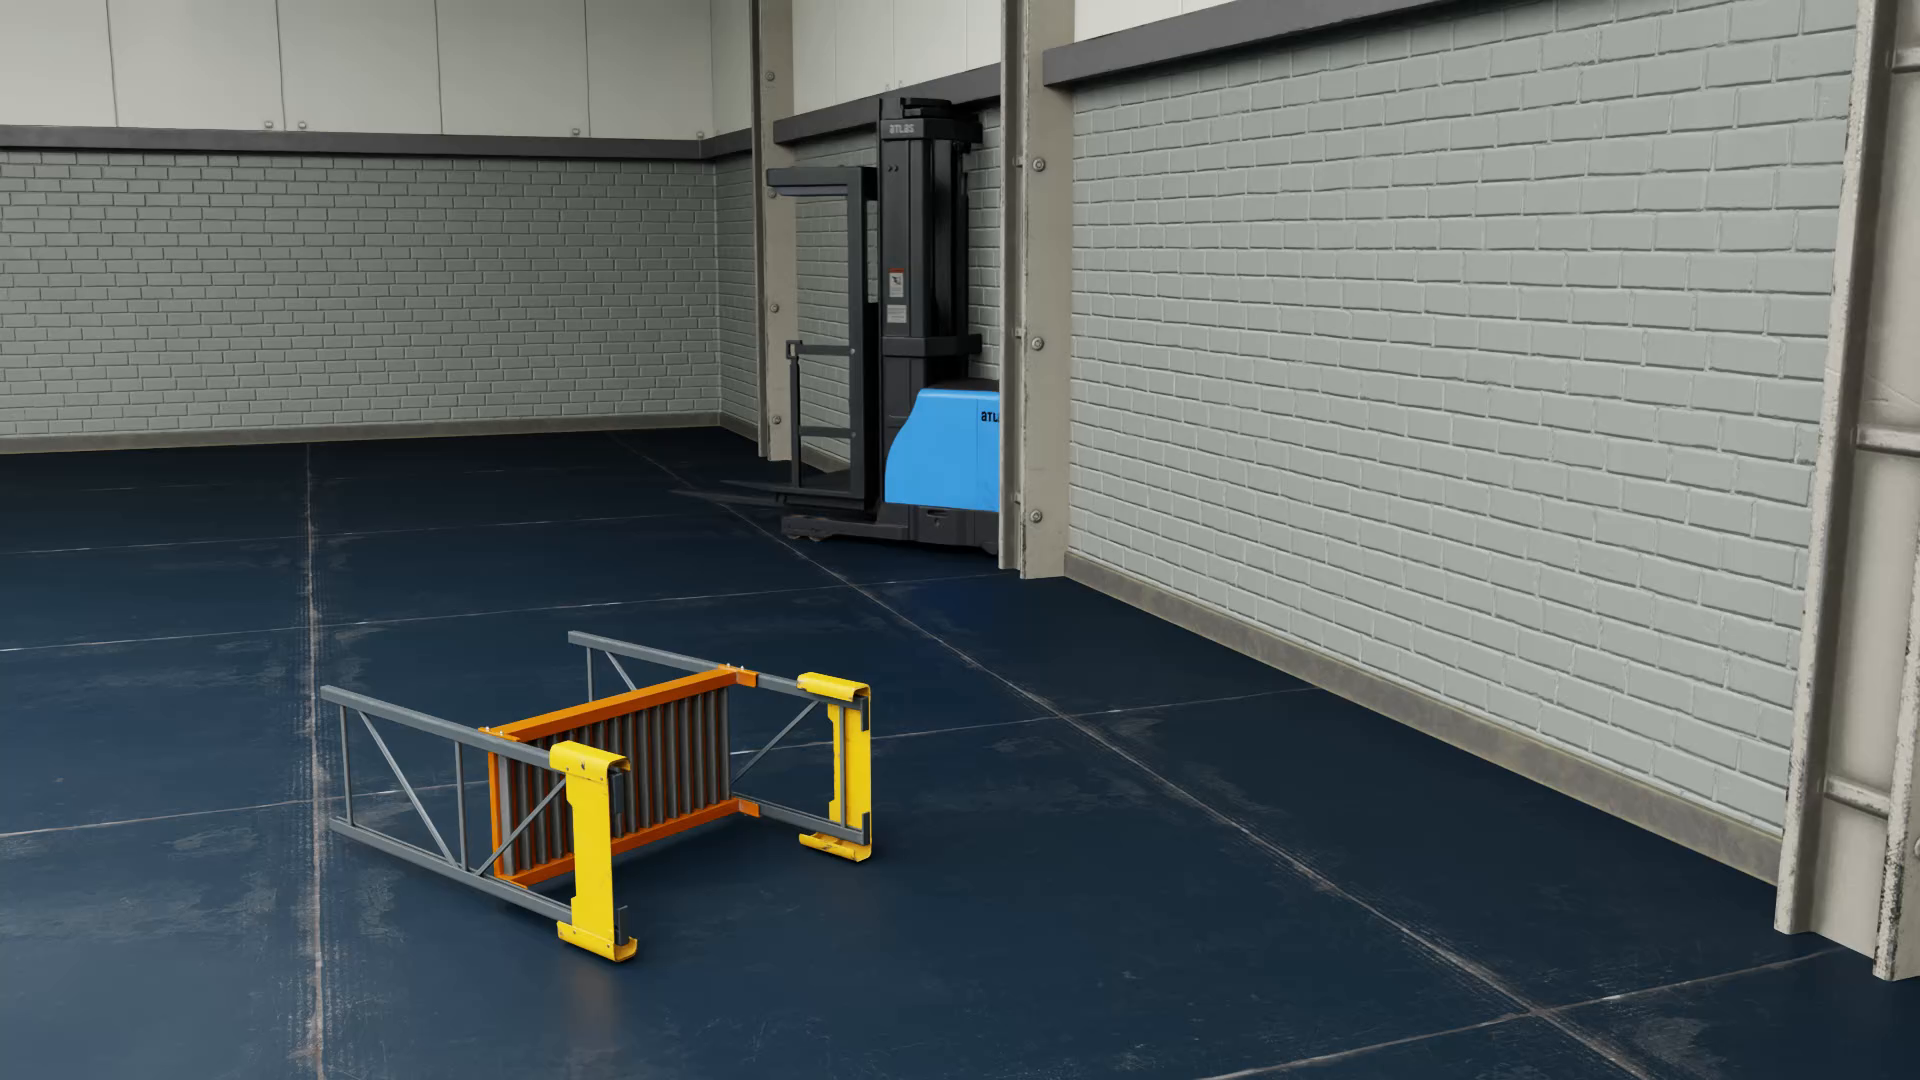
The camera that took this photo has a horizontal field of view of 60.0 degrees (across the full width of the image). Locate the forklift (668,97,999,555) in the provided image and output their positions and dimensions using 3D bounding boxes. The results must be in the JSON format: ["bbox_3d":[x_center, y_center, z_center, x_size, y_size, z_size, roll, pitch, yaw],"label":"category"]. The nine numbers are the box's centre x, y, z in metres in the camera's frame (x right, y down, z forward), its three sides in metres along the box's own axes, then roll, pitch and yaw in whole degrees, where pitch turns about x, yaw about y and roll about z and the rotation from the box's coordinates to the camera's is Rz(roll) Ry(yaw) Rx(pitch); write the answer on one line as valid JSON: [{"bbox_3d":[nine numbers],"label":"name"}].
[{"bbox_3d":[-0.650,-1.505,11.513,3.031,2.935,1.130,5,11,28],"label":"forklift"}]

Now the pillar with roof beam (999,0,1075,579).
[{"bbox_3d":[-3.557,-3.962,7.999,9.100,9.000,0.400,-4,11,-21],"label":"pillar with roof beam"}]

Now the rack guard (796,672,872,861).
[{"bbox_3d":[-0.415,0.745,5.482,0.250,0.587,0.087,8,13,38],"label":"rack guard"}]

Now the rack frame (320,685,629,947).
[{"bbox_3d":[-1.527,0.812,5.104,1.500,0.500,0.032,8,13,38],"label":"rack frame"}]

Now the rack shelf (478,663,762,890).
[{"bbox_3d":[-1.068,0.763,5.382,0.185,0.538,1.000,8,13,38],"label":"rack shelf"}]

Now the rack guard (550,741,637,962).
[{"bbox_3d":[-1.040,0.881,4.718,0.250,0.587,0.087,8,13,38],"label":"rack guard"}]

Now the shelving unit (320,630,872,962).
[{"bbox_3d":[-1.214,0.744,5.486,1.500,0.587,1.083,8,13,38],"label":"shelving unit"}]

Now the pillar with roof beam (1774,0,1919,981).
[{"bbox_3d":[-1.382,-2.983,2.493,9.100,9.000,0.400,-4,11,-21],"label":"pillar with roof beam"}]

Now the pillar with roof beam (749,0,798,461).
[{"bbox_3d":[-5.731,-4.941,13.505,9.100,9.000,0.400,-4,11,-21],"label":"pillar with roof beam"}]

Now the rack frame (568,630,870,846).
[{"bbox_3d":[-0.889,0.674,5.883,1.500,0.500,0.032,8,13,38],"label":"rack frame"}]
